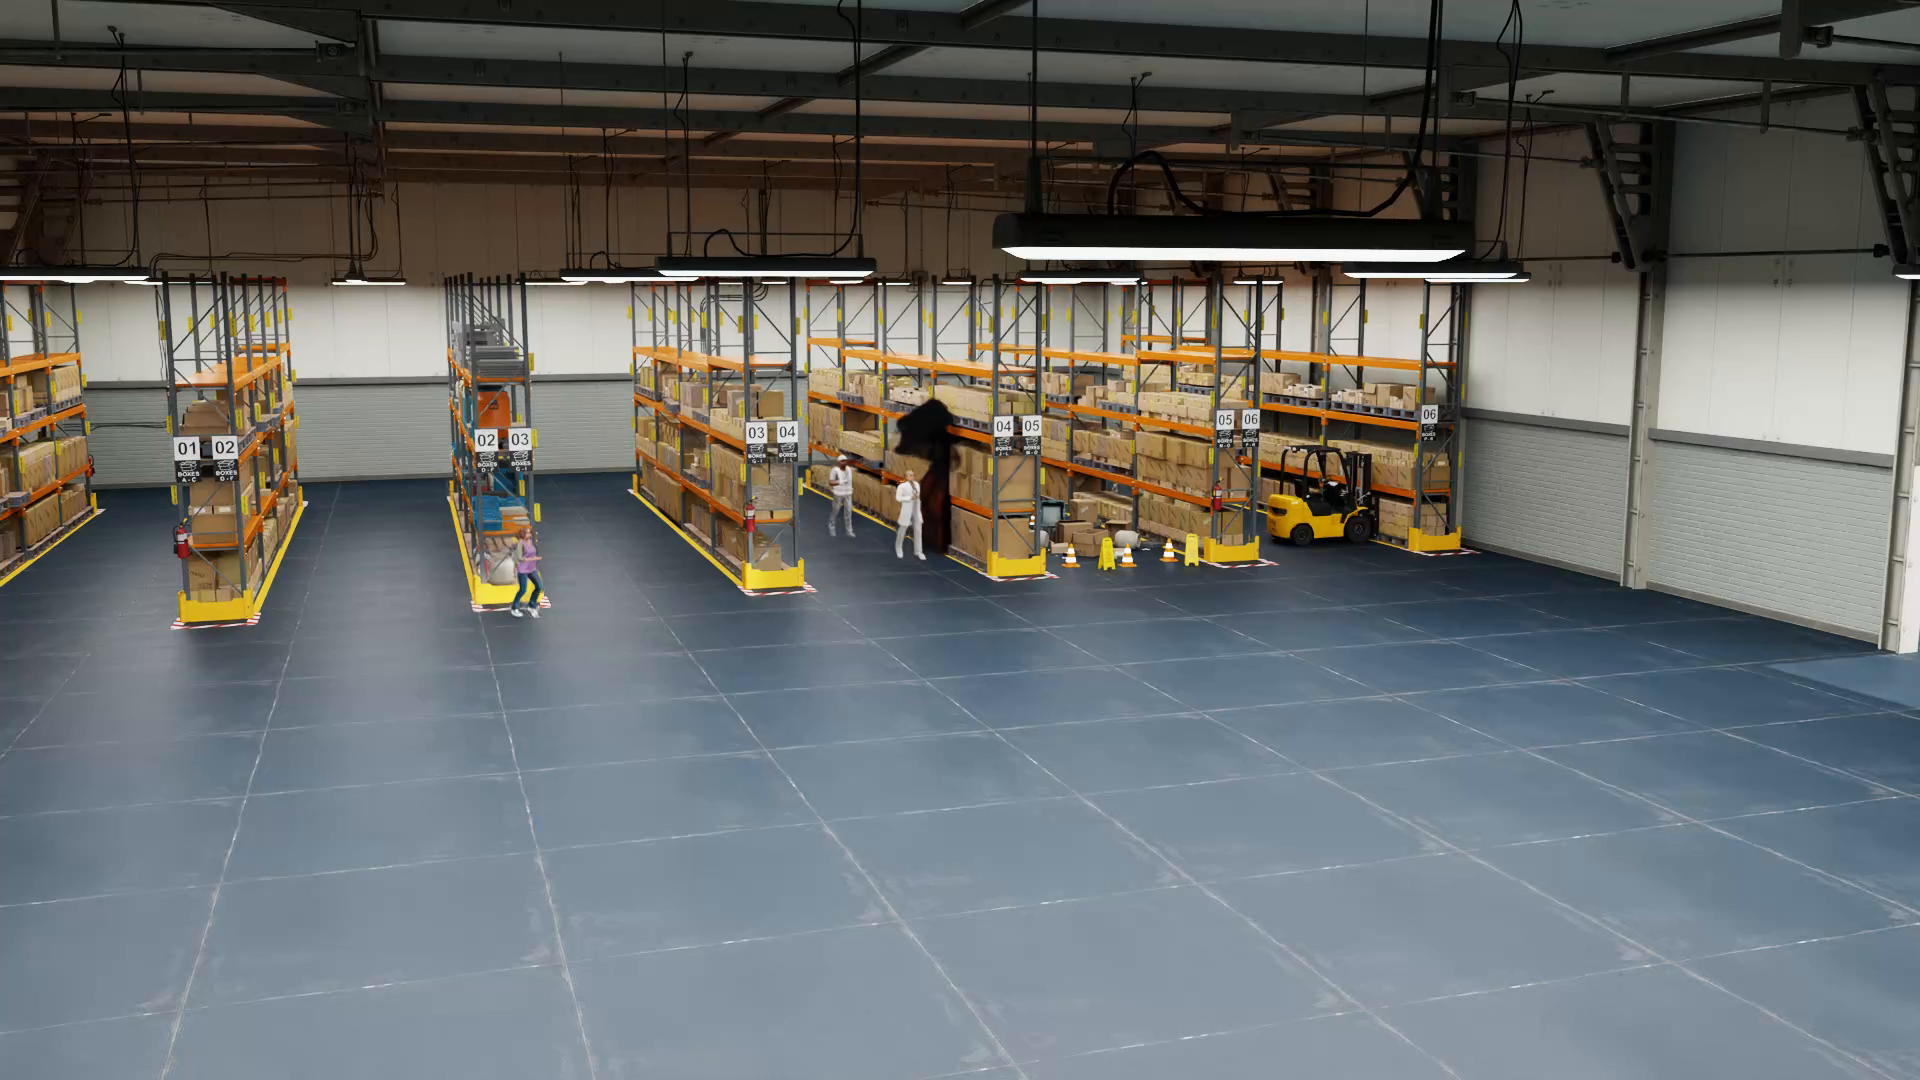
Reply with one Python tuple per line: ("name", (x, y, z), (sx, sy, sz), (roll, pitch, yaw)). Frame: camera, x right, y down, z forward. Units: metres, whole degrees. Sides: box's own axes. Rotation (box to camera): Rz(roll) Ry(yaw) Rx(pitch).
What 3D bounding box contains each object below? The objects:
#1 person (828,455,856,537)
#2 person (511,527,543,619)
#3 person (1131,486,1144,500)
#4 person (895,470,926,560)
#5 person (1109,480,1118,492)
("person", (-2.599, -0.961, 36.577), (0.696, 1.842, 0.892), (-6, 11, -35))
("person", (-7.547, 0.579, 28.961), (0.677, 1.633, 0.566), (3, 9, 22))
("person", (4.697, -1.685, 43.902), (0.602, 1.634, 0.678), (-3, 9, -17))
("person", (-1.035, -0.522, 34.096), (0.706, 1.829, 0.980), (-6, 10, -33))
("person", (4.313, -2.134, 46.989), (0.537, 1.562, 0.523), (-6, 10, -34))
